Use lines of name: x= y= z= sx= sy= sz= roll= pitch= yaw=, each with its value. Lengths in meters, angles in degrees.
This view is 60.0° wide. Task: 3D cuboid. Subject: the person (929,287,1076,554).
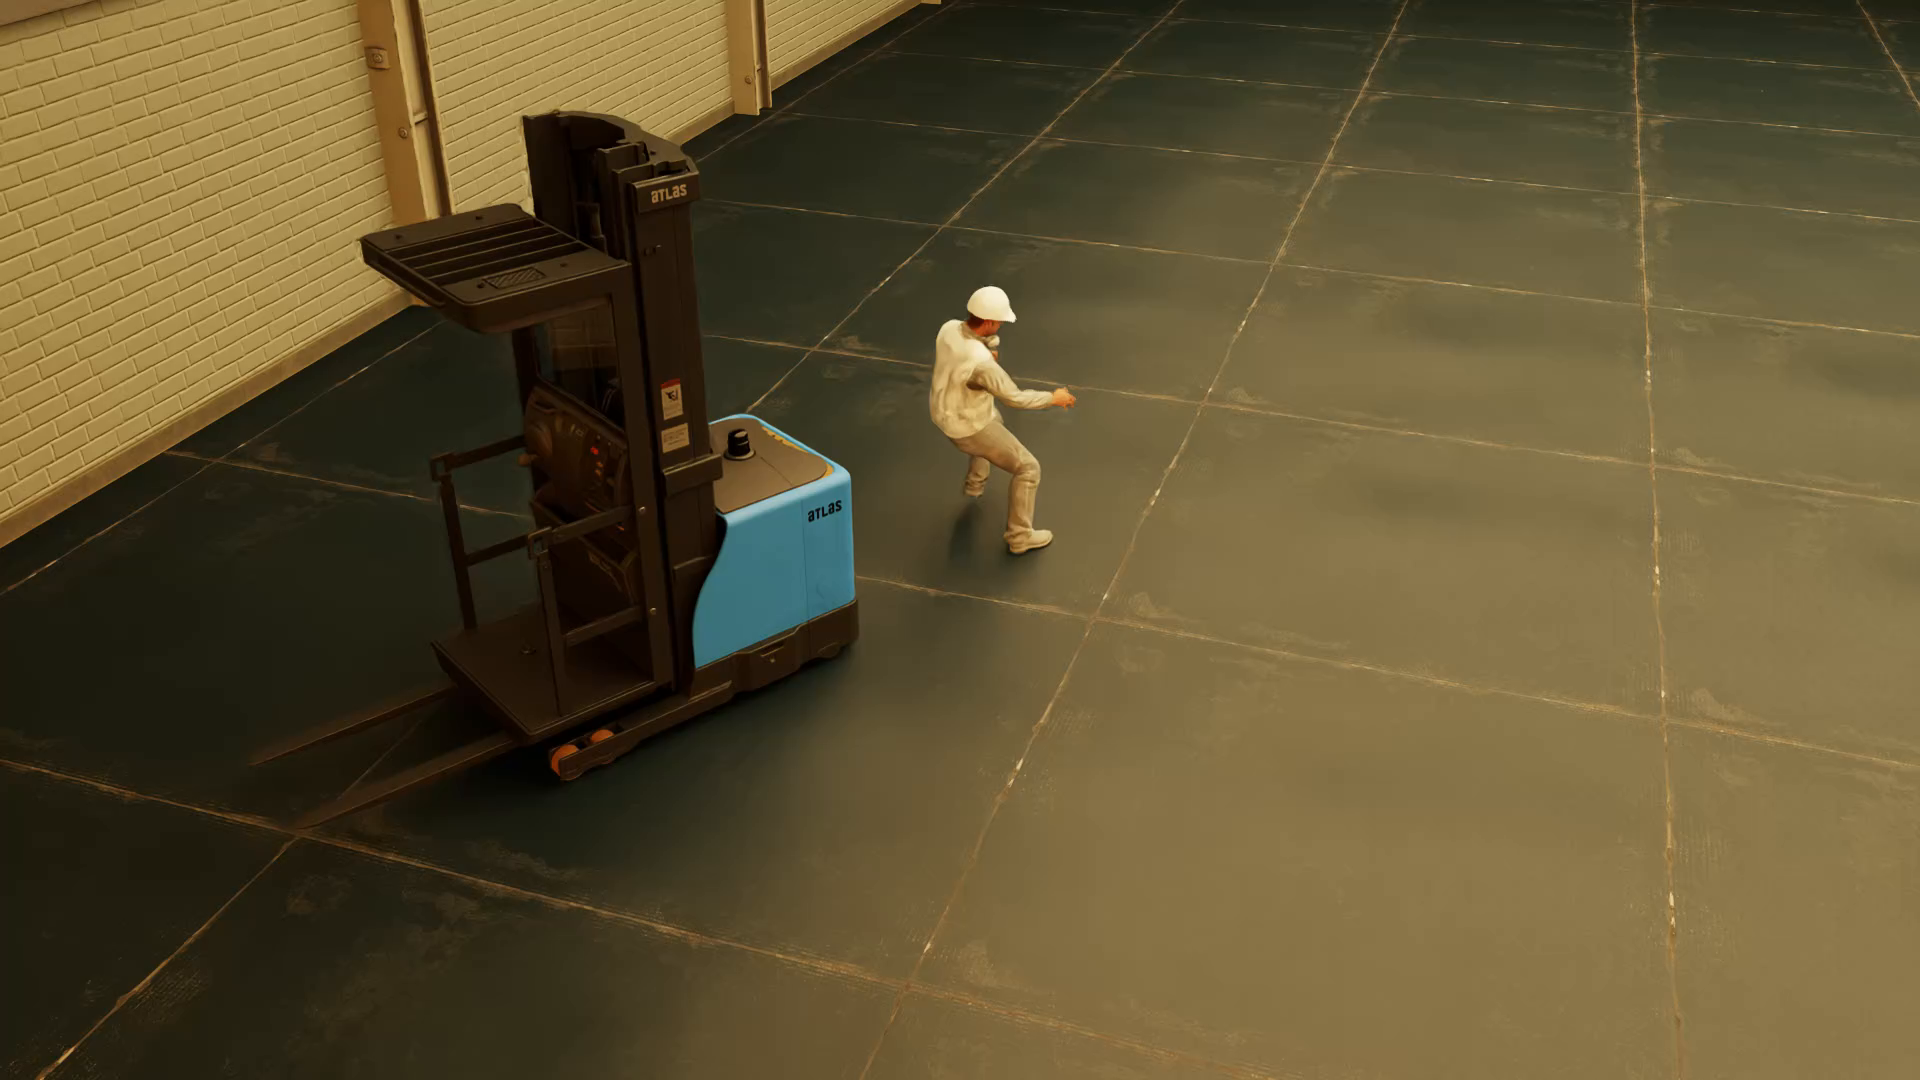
person: x=0.213 y=-0.803 z=9.905 sx=0.766 sy=1.588 sz=0.869 roll=-14 pitch=32 yaw=-23

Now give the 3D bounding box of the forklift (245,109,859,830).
forklift: x=-2.000 y=-0.405 z=7.848 sx=3.031 sy=2.935 sz=1.130 roll=-23 pitch=37 yaw=-34
